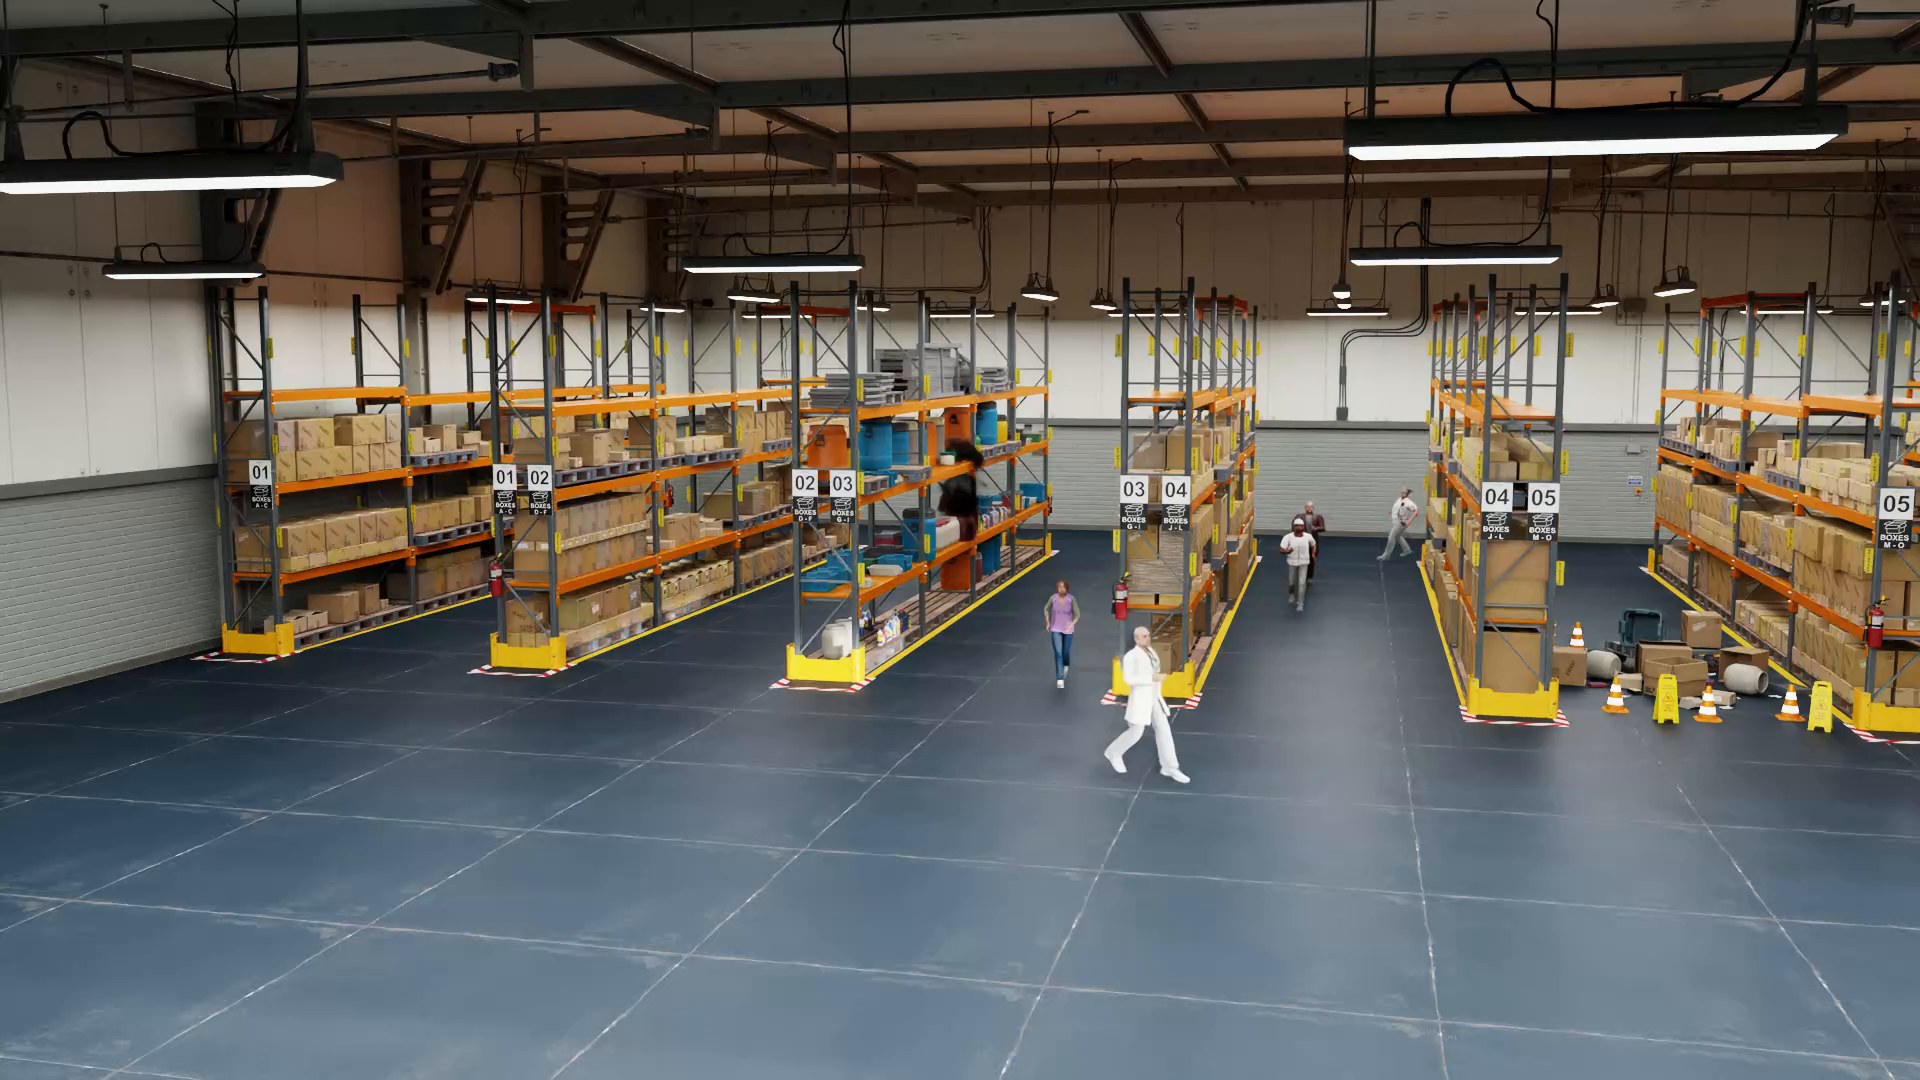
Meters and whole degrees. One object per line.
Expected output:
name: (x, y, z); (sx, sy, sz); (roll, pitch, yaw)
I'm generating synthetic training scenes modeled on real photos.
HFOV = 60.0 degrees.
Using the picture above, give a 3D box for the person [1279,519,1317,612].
person: (6.477, 0.458, 31.870); (0.709, 1.747, 0.965); (1, 7, 10)

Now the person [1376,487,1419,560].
person: (10.359, -0.397, 39.325); (0.950, 1.746, 0.709); (-1, 7, -9)

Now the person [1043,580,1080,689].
person: (1.518, 1.369, 24.816); (0.554, 1.592, 0.803); (1, 7, 5)

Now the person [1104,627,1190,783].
person: (2.183, 1.883, 19.363); (0.731, 1.758, 1.116); (-6, 9, -43)

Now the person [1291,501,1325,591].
person: (7.309, 0.100, 34.917); (0.677, 1.835, 0.909); (1, 7, 7)
